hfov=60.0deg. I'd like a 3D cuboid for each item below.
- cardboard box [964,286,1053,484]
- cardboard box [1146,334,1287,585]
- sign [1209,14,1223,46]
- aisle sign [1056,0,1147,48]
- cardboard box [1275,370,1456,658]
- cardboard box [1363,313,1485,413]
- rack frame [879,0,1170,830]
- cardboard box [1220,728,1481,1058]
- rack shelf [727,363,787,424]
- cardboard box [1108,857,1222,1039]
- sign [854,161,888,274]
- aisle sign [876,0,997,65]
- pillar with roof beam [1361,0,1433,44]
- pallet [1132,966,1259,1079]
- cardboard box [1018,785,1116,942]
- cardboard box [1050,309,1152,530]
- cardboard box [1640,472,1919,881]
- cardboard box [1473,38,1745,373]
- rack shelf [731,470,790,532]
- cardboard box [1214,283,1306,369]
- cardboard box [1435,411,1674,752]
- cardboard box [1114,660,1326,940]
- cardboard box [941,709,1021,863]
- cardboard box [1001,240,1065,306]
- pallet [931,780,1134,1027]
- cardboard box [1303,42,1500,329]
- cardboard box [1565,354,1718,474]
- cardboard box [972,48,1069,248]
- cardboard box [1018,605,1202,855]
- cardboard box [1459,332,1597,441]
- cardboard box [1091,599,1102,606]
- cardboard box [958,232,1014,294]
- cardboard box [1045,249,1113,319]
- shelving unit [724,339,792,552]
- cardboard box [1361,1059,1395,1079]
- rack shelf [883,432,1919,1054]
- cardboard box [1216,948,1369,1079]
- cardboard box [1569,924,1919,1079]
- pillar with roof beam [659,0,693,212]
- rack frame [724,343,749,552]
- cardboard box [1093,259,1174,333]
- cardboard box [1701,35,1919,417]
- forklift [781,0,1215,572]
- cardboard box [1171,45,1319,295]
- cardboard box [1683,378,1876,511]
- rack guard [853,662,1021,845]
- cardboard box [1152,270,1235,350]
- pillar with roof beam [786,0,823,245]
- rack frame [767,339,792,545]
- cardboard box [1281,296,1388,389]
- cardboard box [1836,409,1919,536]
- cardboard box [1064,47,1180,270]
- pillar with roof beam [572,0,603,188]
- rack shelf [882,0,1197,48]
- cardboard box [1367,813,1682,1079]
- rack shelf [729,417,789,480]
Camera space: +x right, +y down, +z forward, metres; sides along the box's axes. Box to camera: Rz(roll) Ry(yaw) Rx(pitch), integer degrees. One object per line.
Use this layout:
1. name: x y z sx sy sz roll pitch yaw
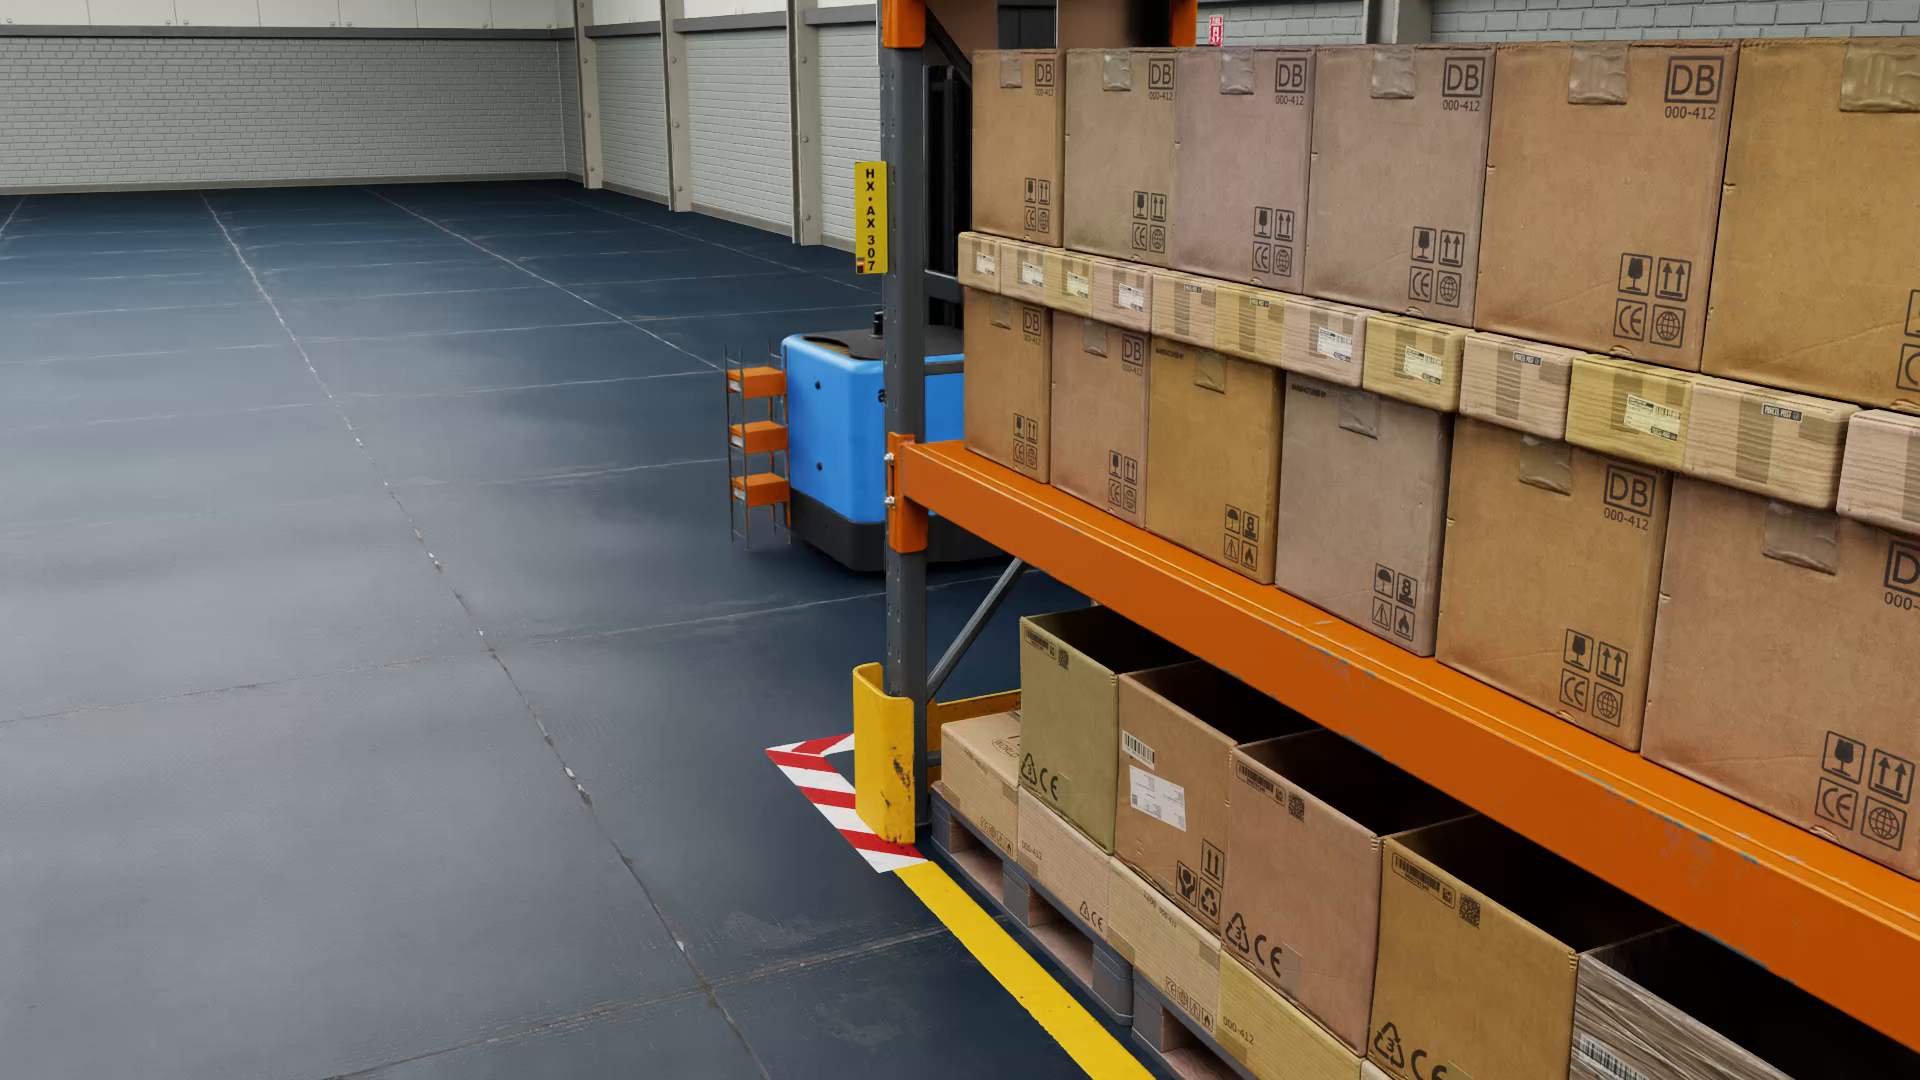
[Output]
1. cardboard box: 0.432 -0.495 4.855 0.700 0.500 0.500 -8 18 -25
2. cardboard box: 0.878 -0.241 3.972 0.700 0.500 0.500 -8 18 -25
3. sign: 2.184 -4.328 14.191 0.001 0.298 0.199 -8 18 -25
4. aisle sign: 0.474 -1.865 5.100 0.394 0.787 0.004 -8 18 -25
5. cardboard box: 1.112 -0.111 3.519 0.700 0.500 0.500 -7 17 -23
6. cardboard box: 1.005 -0.354 3.189 0.380 0.149 0.250 -7 17 -23
7. rack frame: 0.239 -0.564 5.278 1.000 3.000 0.127 -8 18 -25
8. cardboard box: 0.928 0.728 3.641 0.500 0.500 0.500 -8 18 -25
9. rack shelf: -1.034 -0.745 8.450 0.240 0.259 0.215 -10 19 -31
10. cardboard box: 0.715 0.963 4.179 0.500 0.250 0.500 -8 18 -25
11. sign: -0.263 -0.953 4.919 0.100 0.325 0.005 -8 18 -25
12. aisle sign: -0.065 -1.793 4.847 0.394 0.787 0.004 -8 18 -25
13. pillar with roof beam: -0.724 -4.946 9.670 9.100 9.000 0.400 -8 18 -25
14. pallet: 1.142 1.263 3.967 1.003 0.211 1.213 -8 18 -25
15. cardboard box: 0.496 0.839 4.612 0.500 0.250 0.500 -8 18 -25
16. cardboard box: 0.666 -0.365 4.404 0.700 0.500 0.500 -7 17 -23
17. cardboard box: 1.554 0.141 2.642 0.700 0.500 0.500 -8 18 -25
18. cardboard box: 1.350 -0.602 2.879 0.700 0.500 0.500 -8 18 -25
19. rack shelf: -1.036 -0.206 8.608 0.240 0.259 0.215 -10 19 -31
20. cardboard box: 0.783 -0.481 3.633 0.380 0.149 0.250 -8 18 -26
21. cardboard box: 1.338 0.016 3.077 0.700 0.500 0.500 -7 18 -24
22. cardboard box: 0.725 0.601 4.081 0.500 0.500 0.500 -8 18 -25
23. cardboard box: 0.274 0.716 5.042 0.500 0.250 0.500 -8 18 -25
24. cardboard box: 0.335 -0.735 4.518 0.380 0.149 0.250 -8 18 -26
25. pallet: 0.611 0.961 5.019 1.003 0.211 1.213 -8 18 -25
26. cardboard box: 1.131 -0.726 3.310 0.700 0.500 0.500 -8 18 -25
27. cardboard box: 1.235 -0.226 2.743 0.380 0.149 0.250 -8 18 -25
28. cardboard box: 0.455 -1.105 4.631 0.700 0.500 0.500 -8 18 -25
29. cardboard box: 0.494 0.479 4.507 0.500 0.500 0.500 -8 18 -25
30. cardboard box: 1.124 -0.289 2.961 0.380 0.149 0.250 -7 17 -23
31. cardboard box: 0.741 0.292 5.158 0.500 0.500 0.500 -8 18 -25
32. cardboard box: 0.217 -0.800 4.745 0.380 0.149 0.250 -8 18 -25
33. cardboard box: 0.443 -0.673 4.302 0.380 0.149 0.250 -8 18 -25
34. shelving unit: -1.035 -0.483 8.527 0.252 1.050 0.215 -10 19 -31
35. cardboard box: 1.149 1.212 3.314 0.500 0.250 0.500 -8 18 -25
36. rack shelf: 1.115 0.278 3.649 1.077 0.370 4.000 -8 18 -25
37. cardboard box: 0.929 1.088 3.745 0.500 0.250 0.500 -8 18 -25
38. cardboard box: 1.383 0.973 2.785 0.500 0.500 0.500 -8 18 -25
39. pillar with roof beam: -8.610 -9.409 25.223 9.100 9.000 0.400 -8 18 -25
40. rack frame: -1.138 -0.465 8.464 0.008 1.050 0.200 -10 19 -31
41. cardboard box: 0.552 -0.610 4.083 0.380 0.149 0.250 -8 18 -26
42. cardboard box: 1.569 -0.478 2.446 0.700 0.500 0.500 -8 18 -25
43. forklift: 0.619 -1.497 8.653 3.031 2.935 1.130 -8 18 -26
44. cardboard box: 0.912 -0.851 3.743 0.700 0.500 0.500 -8 18 -25
45. cardboard box: 1.340 -0.165 2.529 0.380 0.149 0.250 -8 18 -25
46. rack guard: 0.228 0.632 5.643 1.175 0.500 0.348 -8 18 -25
47. cardboard box: 0.671 -0.545 3.853 0.380 0.149 0.250 -8 18 -27
48. pillar with roof beam: -5.981 -7.921 20.039 9.100 9.000 0.400 -8 18 -25
49. rack frame: -0.932 -0.501 8.590 0.008 1.050 0.200 -10 19 -31
50. cardboard box: 0.890 -0.419 3.416 0.380 0.149 0.250 -7 18 -24
51. cardboard box: 1.456 -0.100 2.303 0.380 0.149 0.250 -8 18 -27
52. cardboard box: 0.690 -0.975 4.178 0.700 0.500 0.500 -8 18 -26
53. pillar with roof beam: -11.238 -10.897 30.408 9.100 9.000 0.400 -8 18 -25
54. rack shelf: 1.115 -1.164 3.235 1.077 0.370 4.000 -8 18 -25
55. cardboard box: 1.160 0.850 3.216 0.500 0.500 0.500 -8 18 -25
56. rack shelf: -1.035 -0.473 8.530 0.240 0.259 0.215 -10 19 -31
